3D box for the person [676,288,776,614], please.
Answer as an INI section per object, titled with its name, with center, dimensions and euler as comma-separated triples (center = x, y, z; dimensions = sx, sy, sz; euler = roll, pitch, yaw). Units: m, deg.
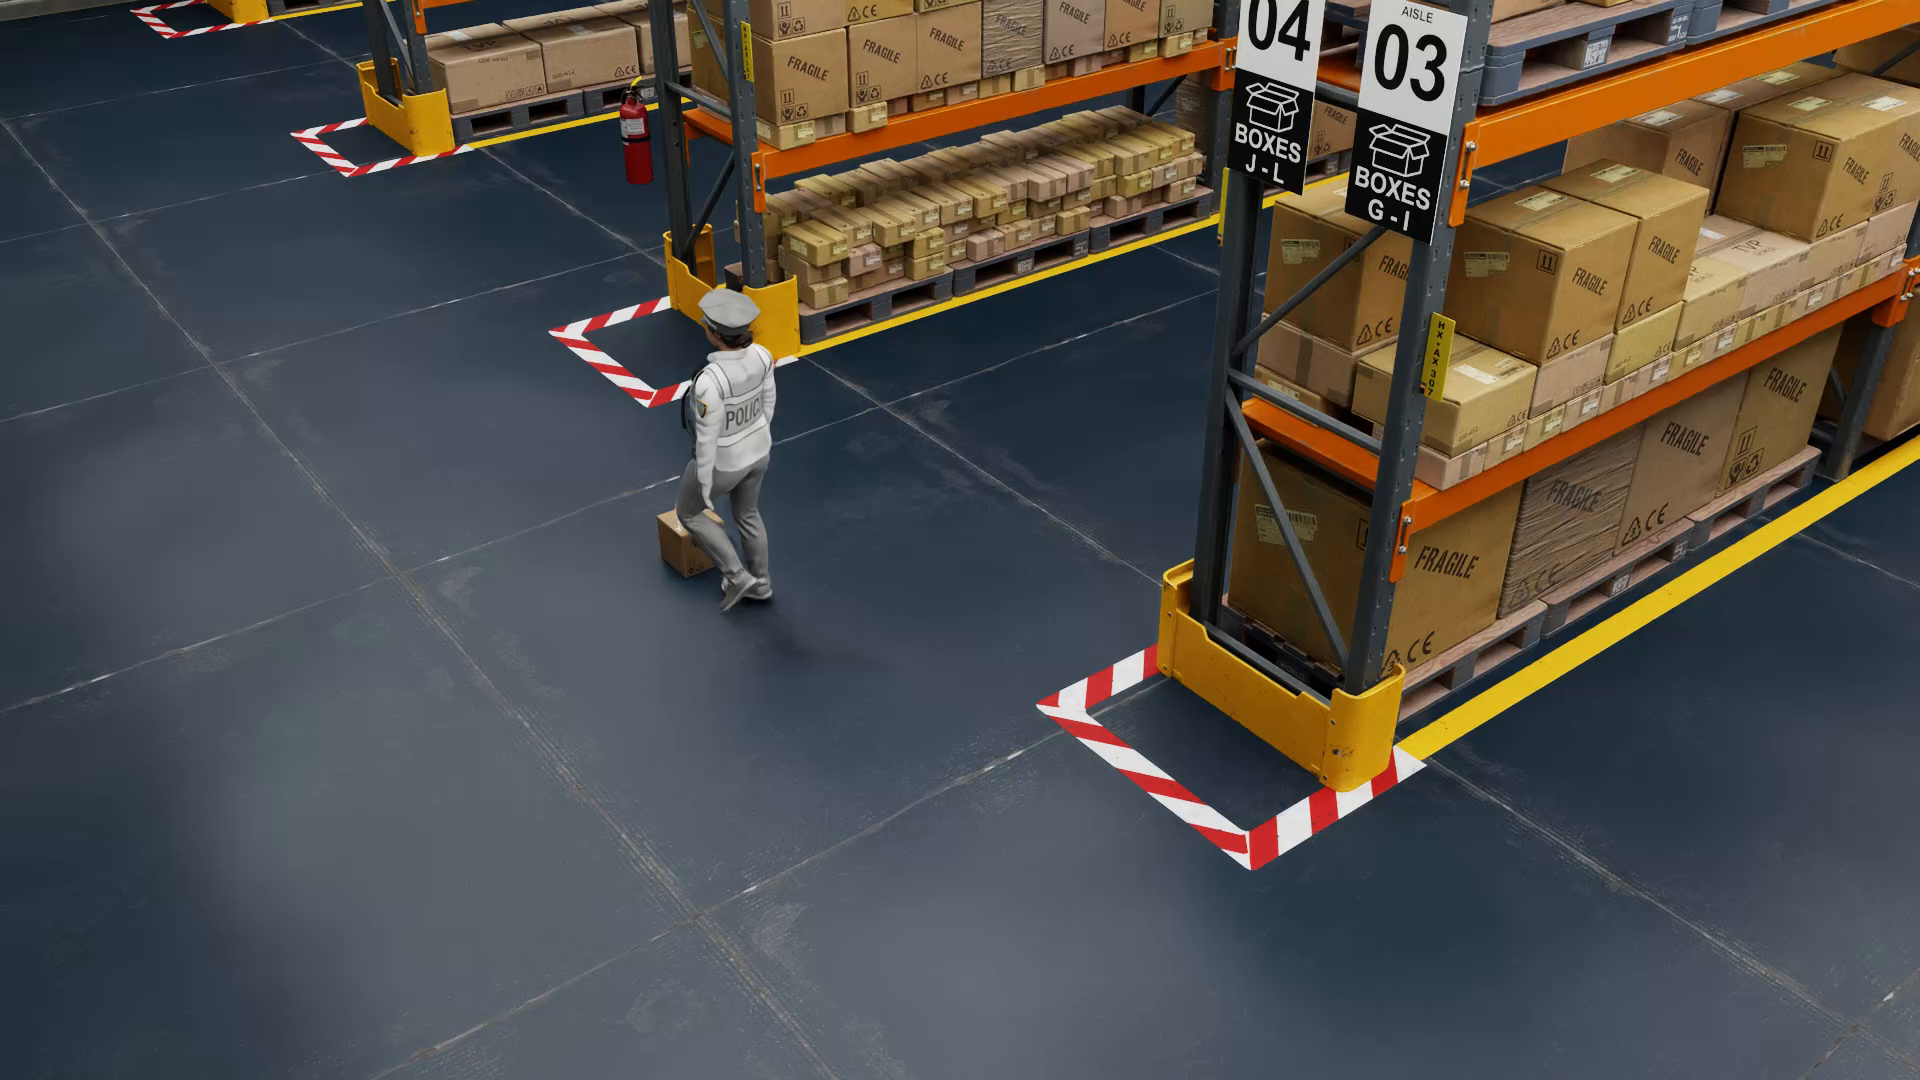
[person]
center = -1.078, -0.389, 7.705
dimensions = 0.481, 1.685, 0.516
euler = 23, 39, 31
